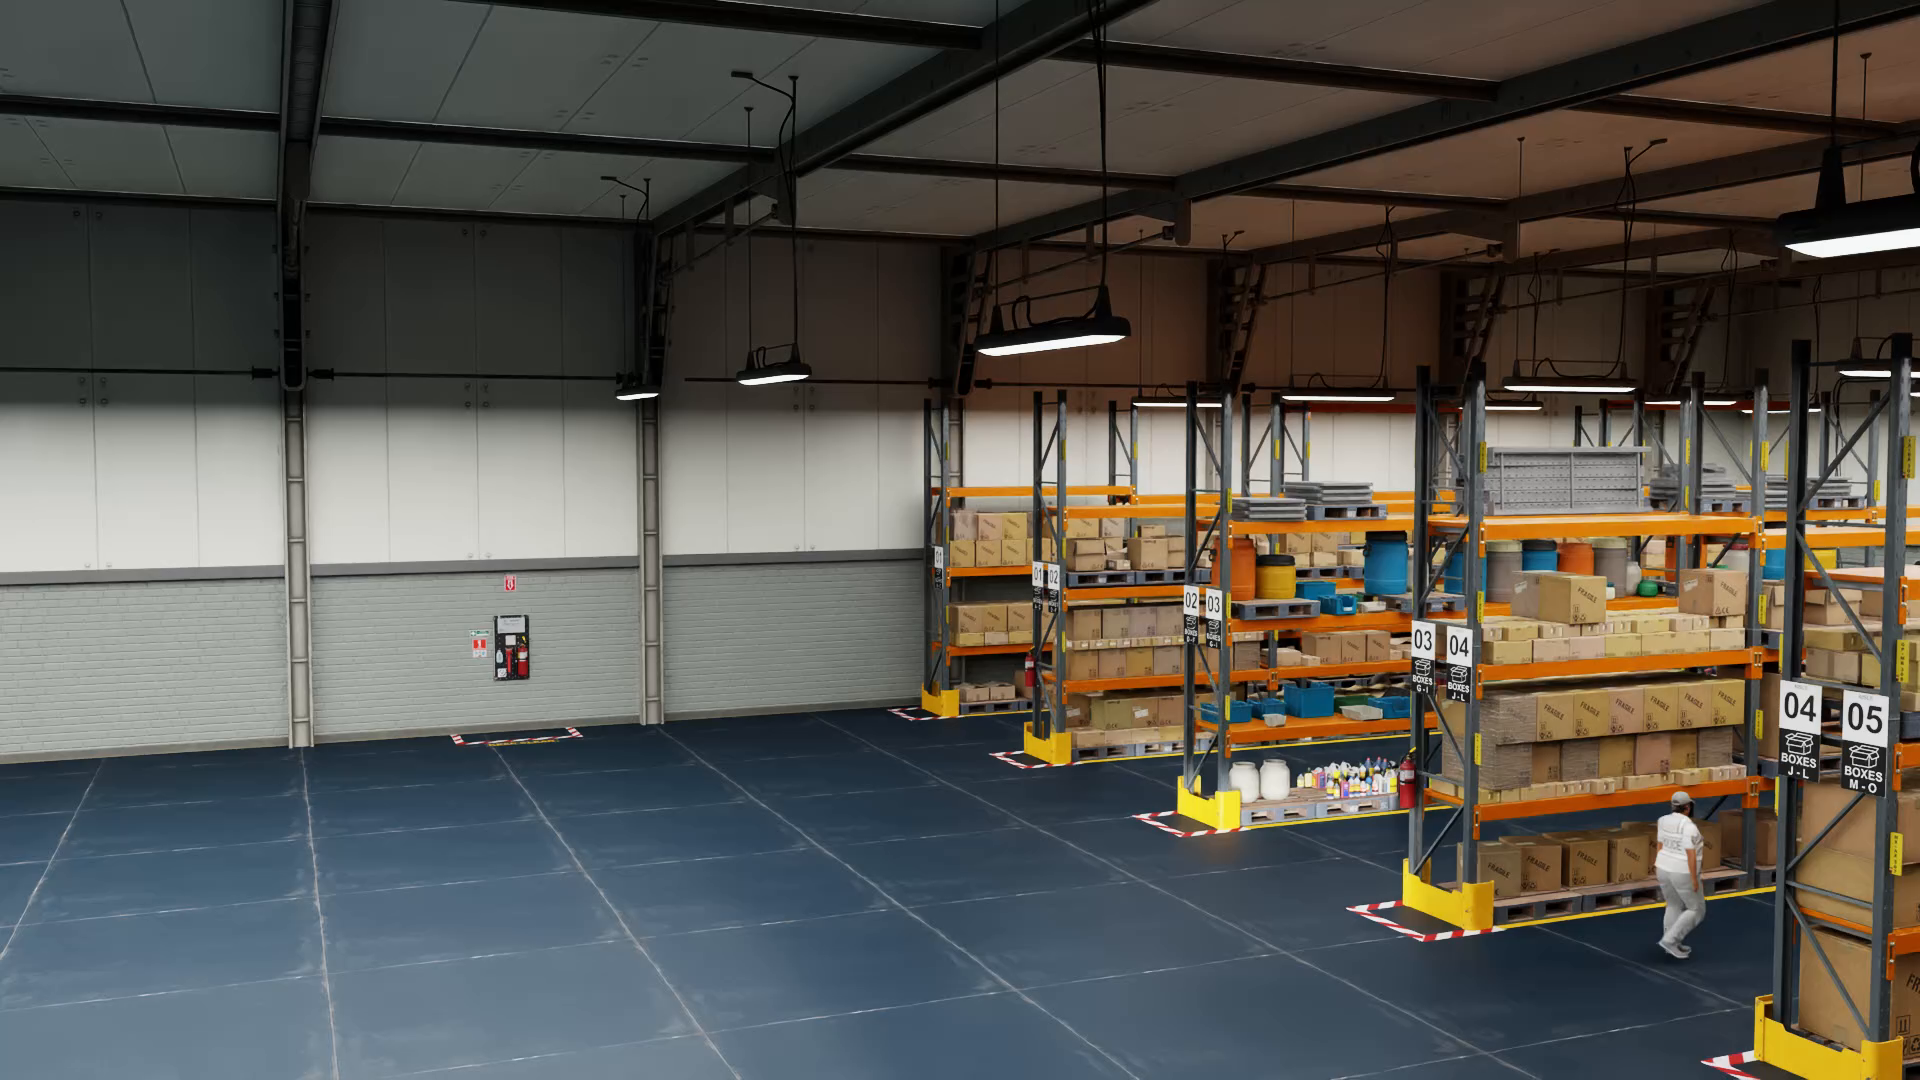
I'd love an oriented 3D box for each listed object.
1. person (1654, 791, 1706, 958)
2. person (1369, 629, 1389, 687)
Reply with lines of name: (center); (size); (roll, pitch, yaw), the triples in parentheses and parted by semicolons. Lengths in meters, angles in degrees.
person: (7.190, 3.357, 16.688); (0.522, 1.660, 0.536); (-1, 4, -20)
person: (8.083, 2.497, 32.114); (0.966, 1.512, 0.429); (-1, 3, -10)
